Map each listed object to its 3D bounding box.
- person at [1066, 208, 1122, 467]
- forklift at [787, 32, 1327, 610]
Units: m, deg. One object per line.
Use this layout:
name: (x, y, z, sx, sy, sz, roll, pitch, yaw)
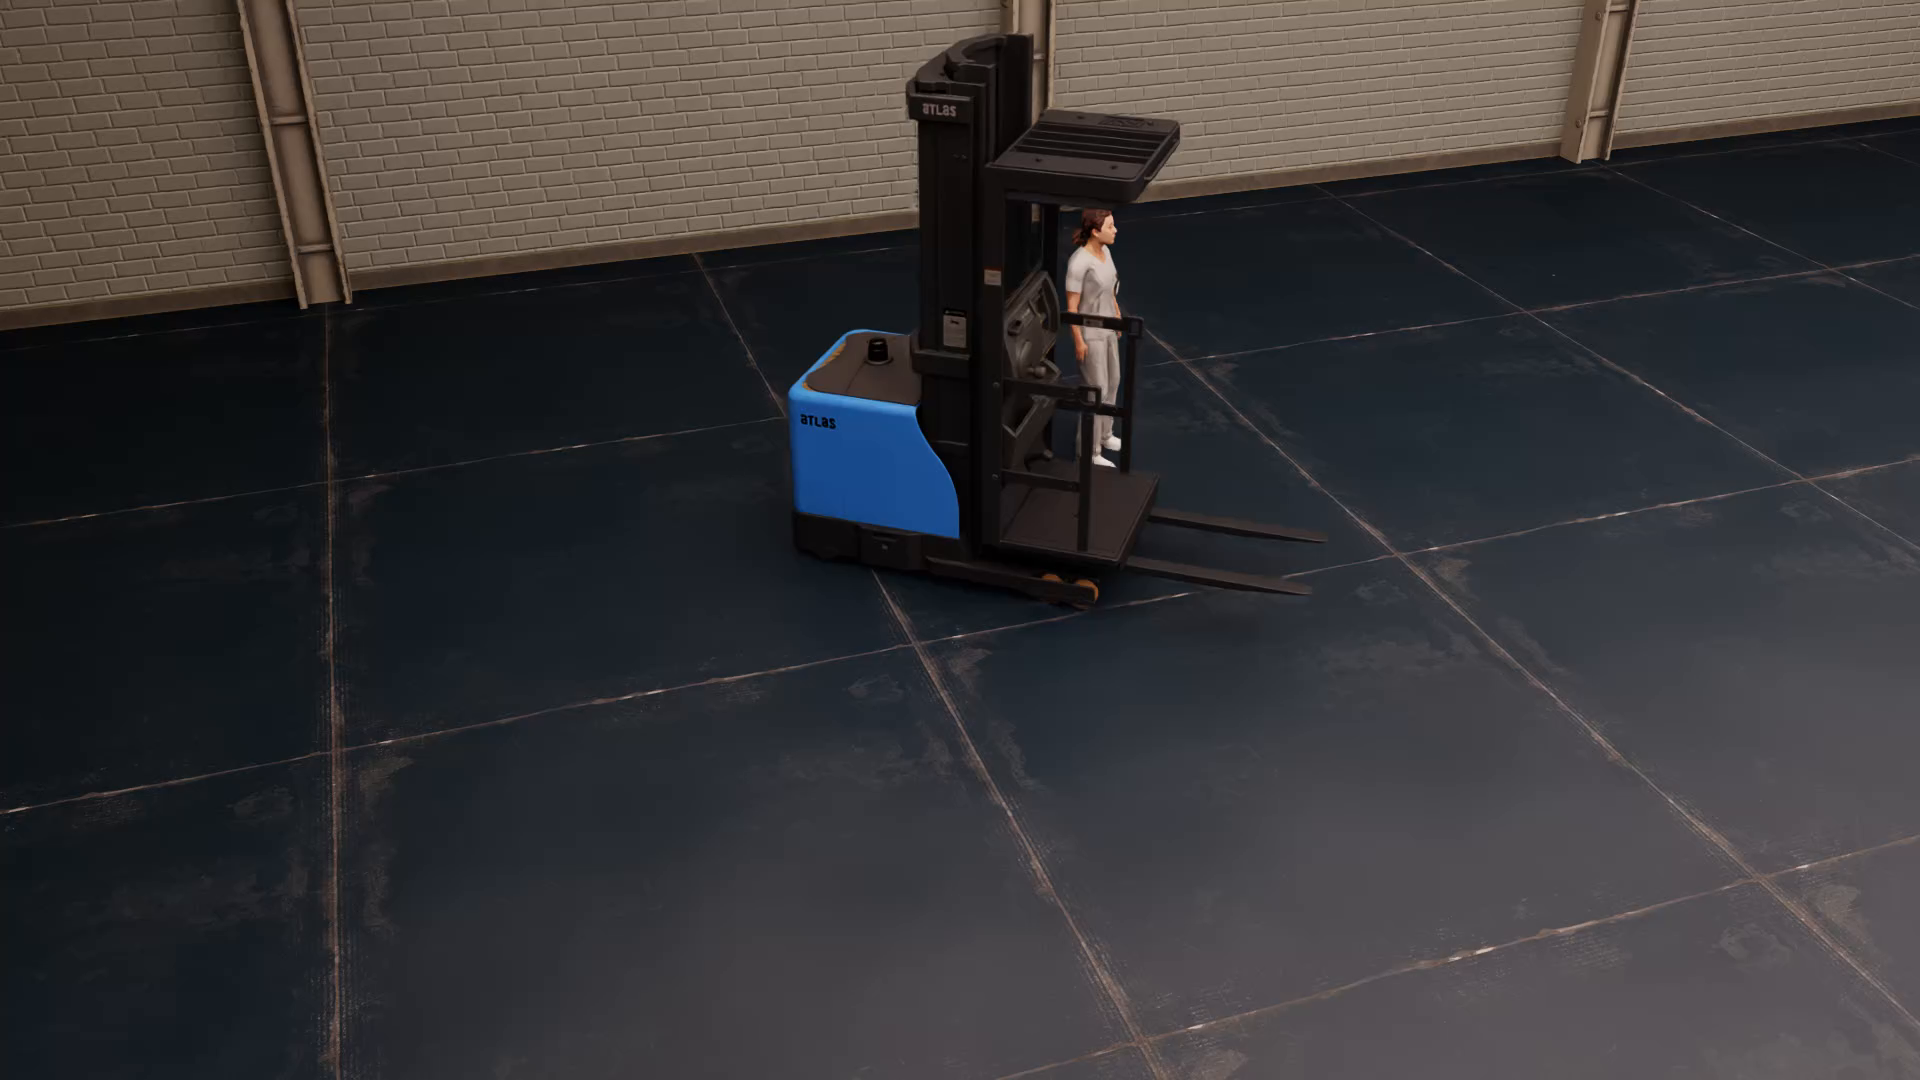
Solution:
person: (0.900, -1.313, 10.632, 0.466, 1.674, 0.558, 15, 33, 24)
forklift: (0.583, -1.178, 9.134, 3.031, 2.935, 1.130, 9, 31, 16)
